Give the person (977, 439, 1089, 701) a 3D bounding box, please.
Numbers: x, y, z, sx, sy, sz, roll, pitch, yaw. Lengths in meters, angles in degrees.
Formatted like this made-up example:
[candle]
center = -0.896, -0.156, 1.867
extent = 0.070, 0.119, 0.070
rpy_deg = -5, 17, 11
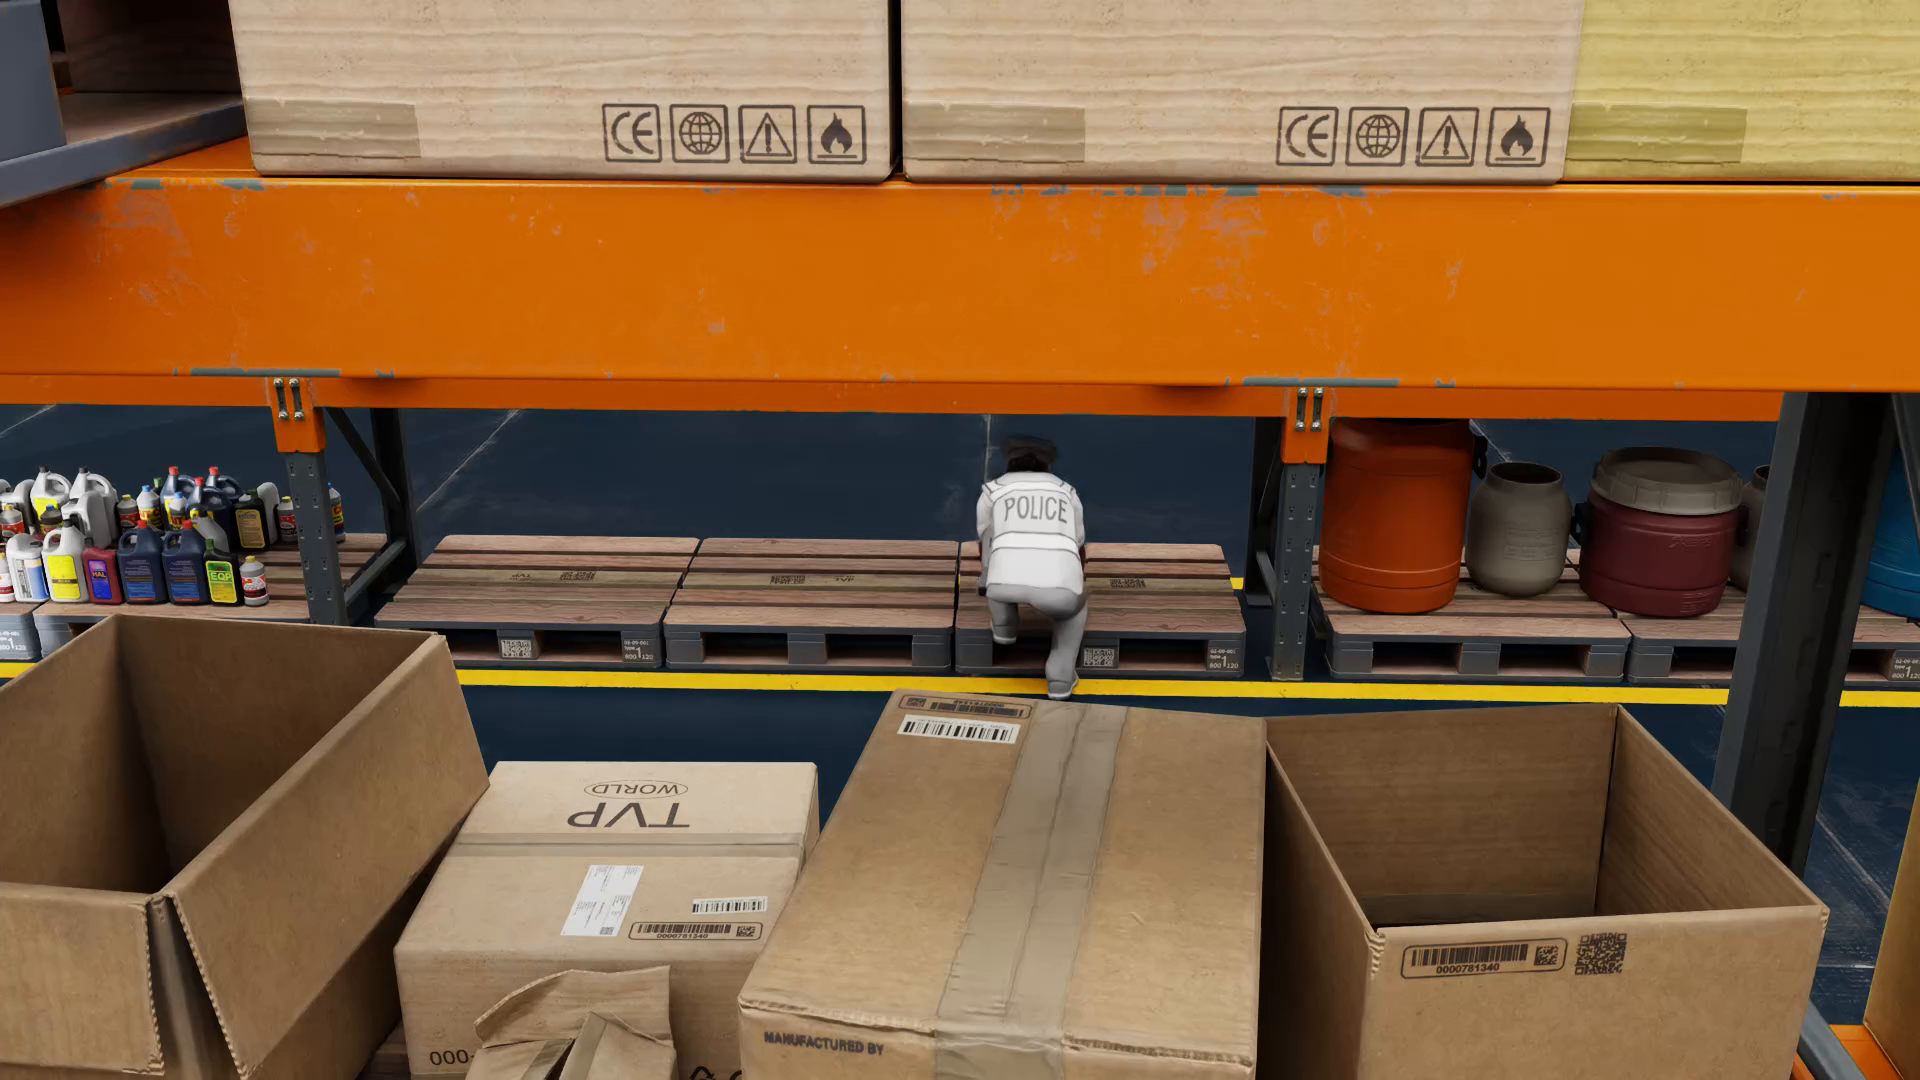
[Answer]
[person]
center = 0.291, 0.112, 6.804
extent = 0.479, 0.944, 0.886
rpy_deg = 2, 21, 6
